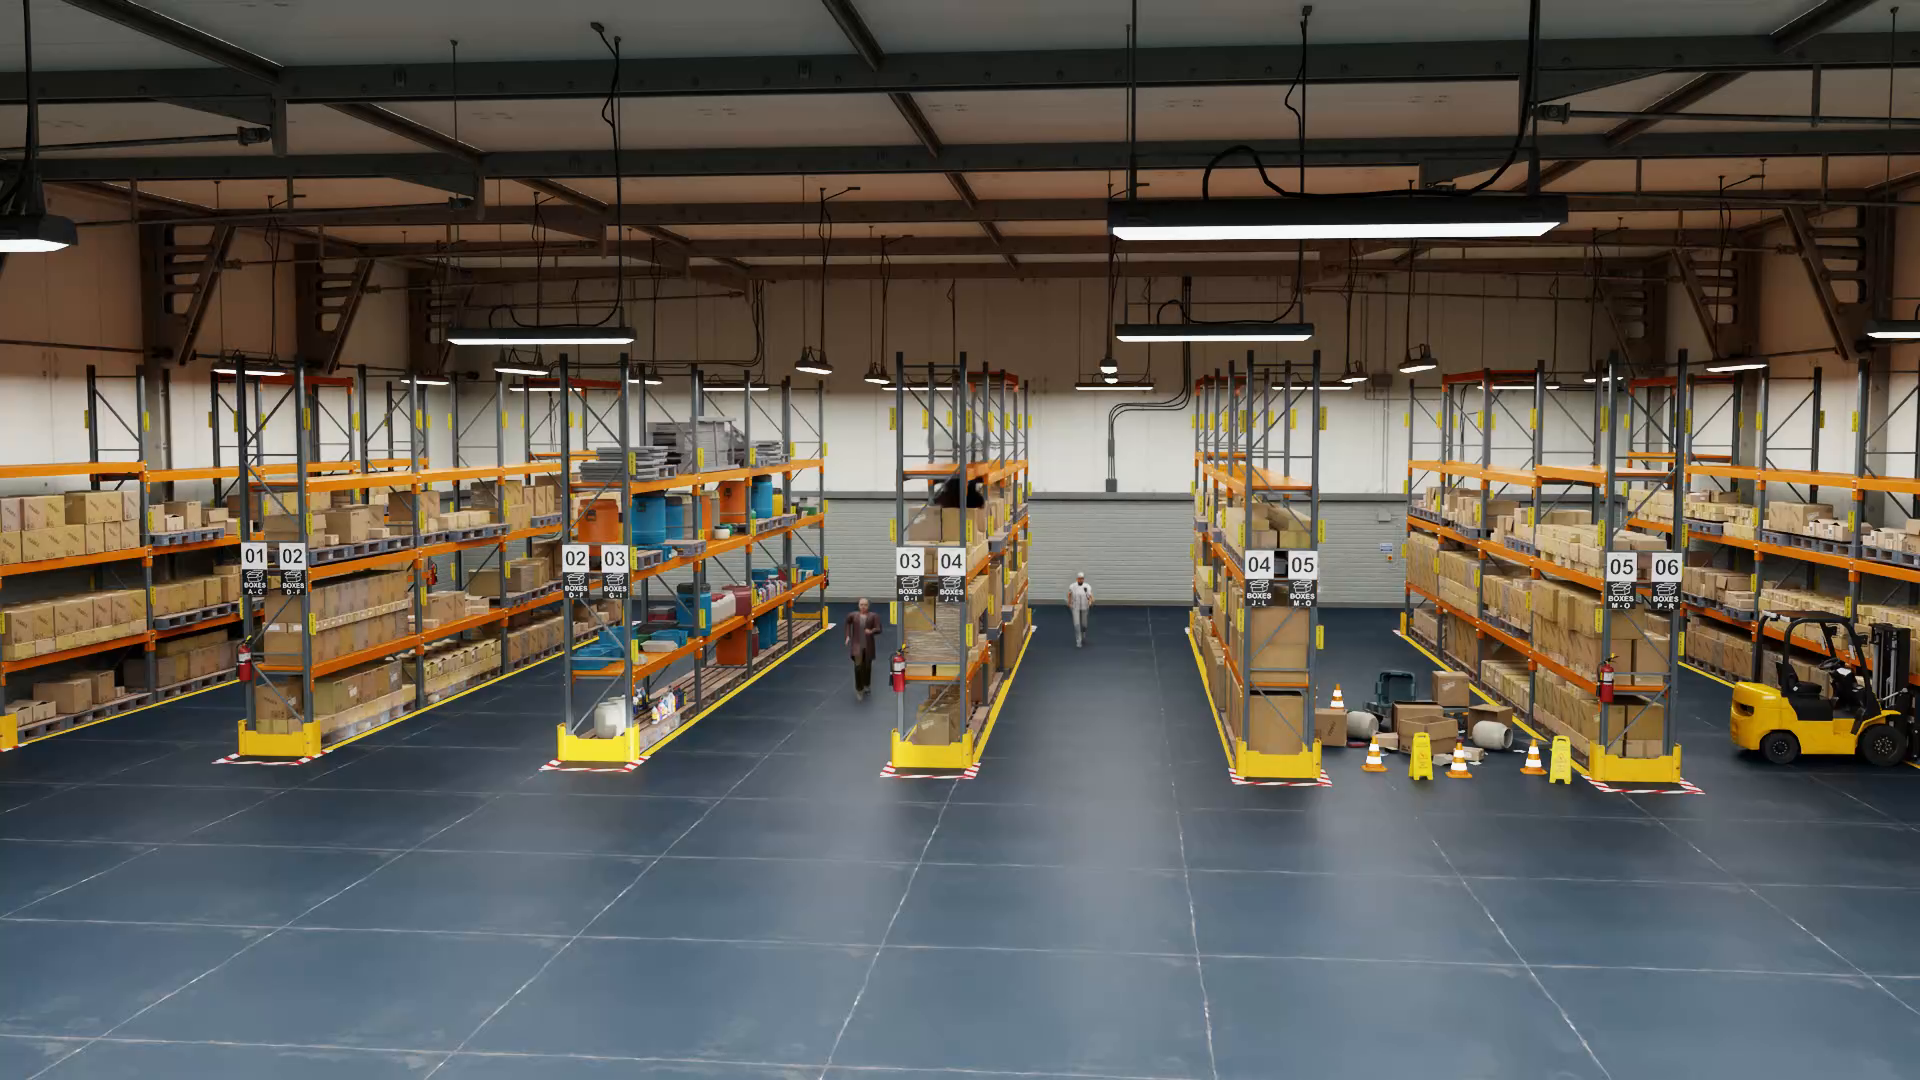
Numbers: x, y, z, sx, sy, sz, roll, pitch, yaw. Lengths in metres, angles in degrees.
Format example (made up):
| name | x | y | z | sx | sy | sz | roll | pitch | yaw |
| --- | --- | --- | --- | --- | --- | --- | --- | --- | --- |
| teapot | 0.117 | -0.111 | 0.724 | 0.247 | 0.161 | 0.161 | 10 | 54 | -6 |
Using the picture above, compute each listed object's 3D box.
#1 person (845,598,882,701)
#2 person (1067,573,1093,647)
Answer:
| name | x | y | z | sx | sy | sz | roll | pitch | yaw |
| --- | --- | --- | --- | --- | --- | --- | --- | --- | --- |
| person | -1.747 | 1.972 | 30.149 | 0.666 | 1.845 | 0.937 | 0 | 4 | -5 |
| person | 2.695 | 1.543 | 37.339 | 0.590 | 1.644 | 0.818 | 0 | 4 | 1 |
